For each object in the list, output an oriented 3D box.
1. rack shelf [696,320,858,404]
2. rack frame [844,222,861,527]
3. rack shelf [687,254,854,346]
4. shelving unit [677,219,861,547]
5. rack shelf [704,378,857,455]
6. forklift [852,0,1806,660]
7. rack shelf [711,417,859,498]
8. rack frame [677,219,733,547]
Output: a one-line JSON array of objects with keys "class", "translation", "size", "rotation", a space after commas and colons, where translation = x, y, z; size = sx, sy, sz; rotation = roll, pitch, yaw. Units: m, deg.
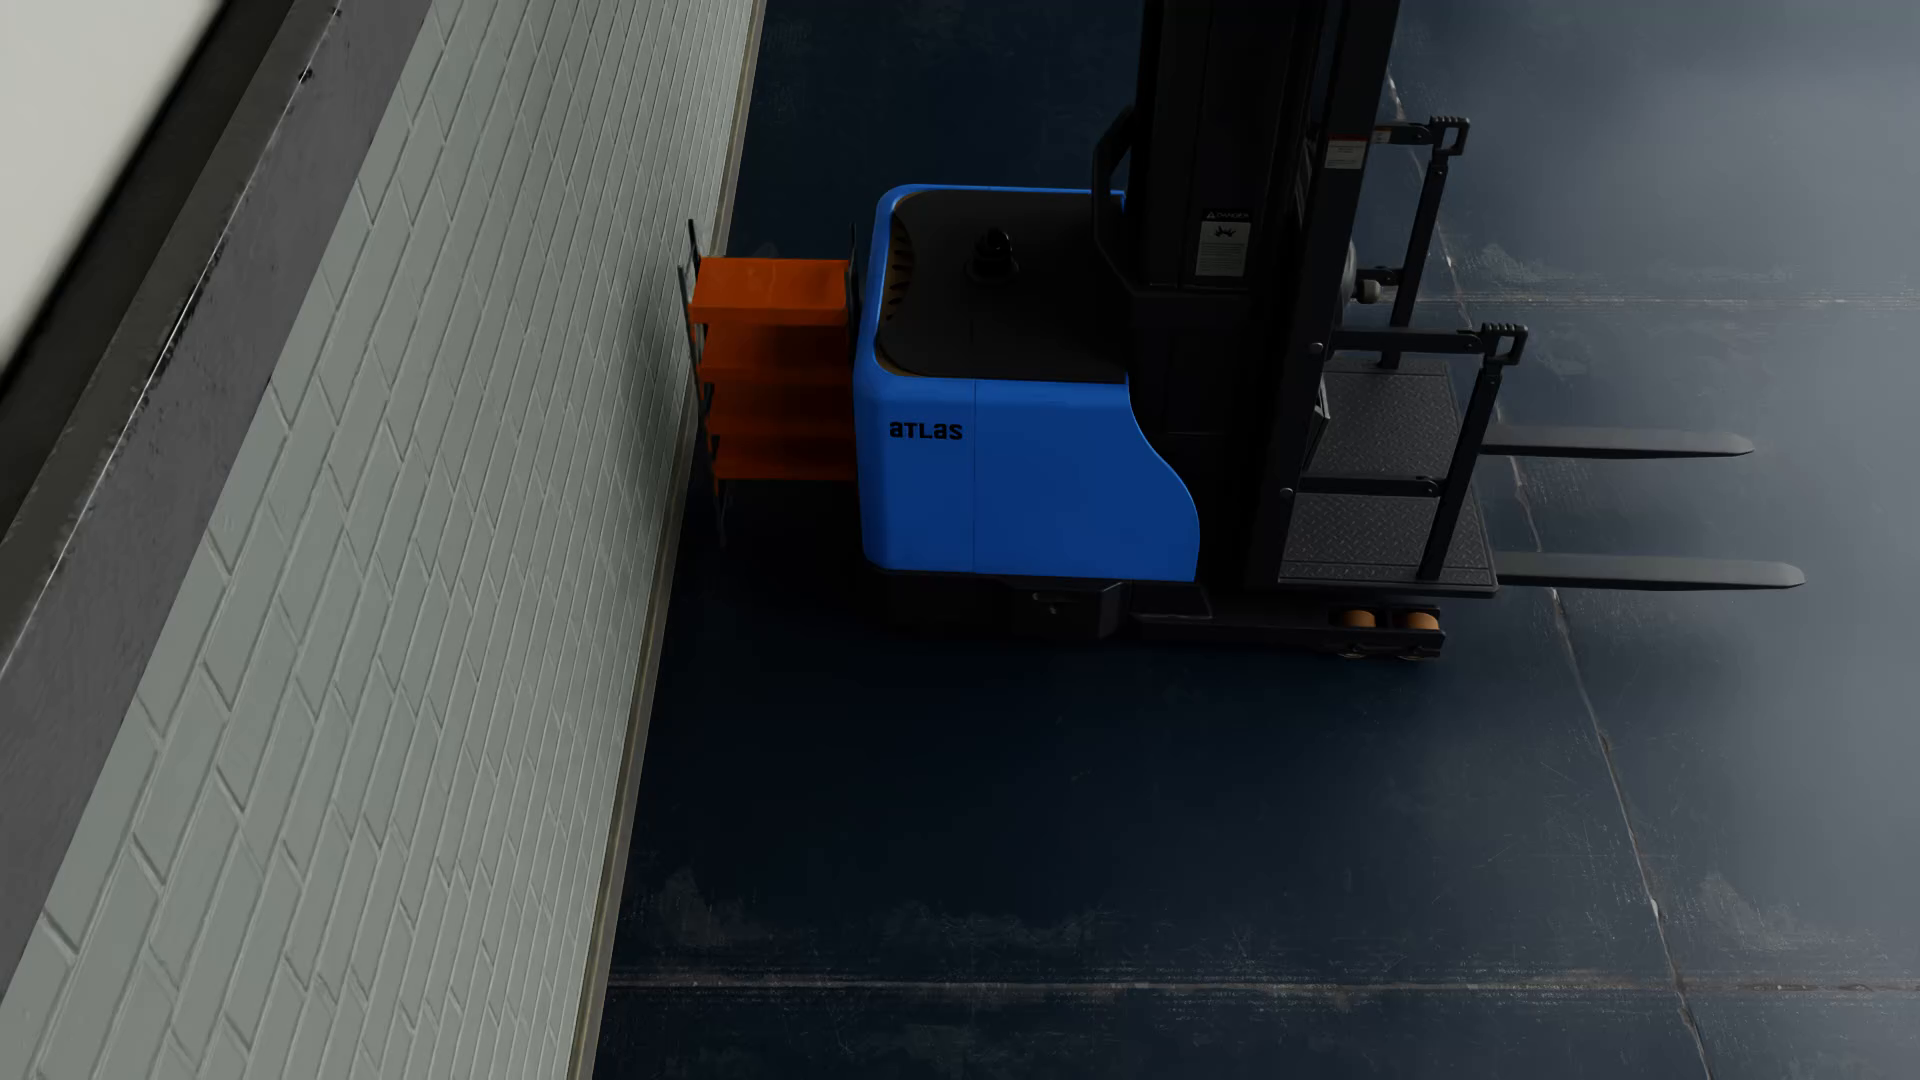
[{"class": "rack shelf", "translation": [-0.570, -0.573, 5.250], "size": [0.480, 0.148, 0.258], "rotation": [1, 47, 1]}, {"class": "rack frame", "translation": [-0.326, -0.461, 5.359], "size": [0.015, 1.200, 0.240], "rotation": [1, 47, 1]}, {"class": "rack shelf", "translation": [-0.570, -0.734, 5.077], "size": [0.480, 0.148, 0.258], "rotation": [1, 47, 1]}, {"class": "shelving unit", "translation": [-0.570, -0.466, 5.364], "size": [0.503, 1.200, 0.258], "rotation": [1, 47, 1]}, {"class": "rack shelf", "translation": [-0.570, -0.421, 5.414], "size": [0.480, 0.148, 0.258], "rotation": [1, 47, 1]}, {"class": "forklift", "translation": [1.212, -1.012, 4.689], "size": [3.031, 2.935, 1.130], "rotation": [2, 47, 2]}, {"class": "rack shelf", "translation": [-0.570, -0.285, 5.559], "size": [0.480, 0.148, 0.258], "rotation": [1, 47, 1]}, {"class": "rack frame", "translation": [-0.814, -0.472, 5.369], "size": [0.015, 1.200, 0.240], "rotation": [1, 47, 1]}]
